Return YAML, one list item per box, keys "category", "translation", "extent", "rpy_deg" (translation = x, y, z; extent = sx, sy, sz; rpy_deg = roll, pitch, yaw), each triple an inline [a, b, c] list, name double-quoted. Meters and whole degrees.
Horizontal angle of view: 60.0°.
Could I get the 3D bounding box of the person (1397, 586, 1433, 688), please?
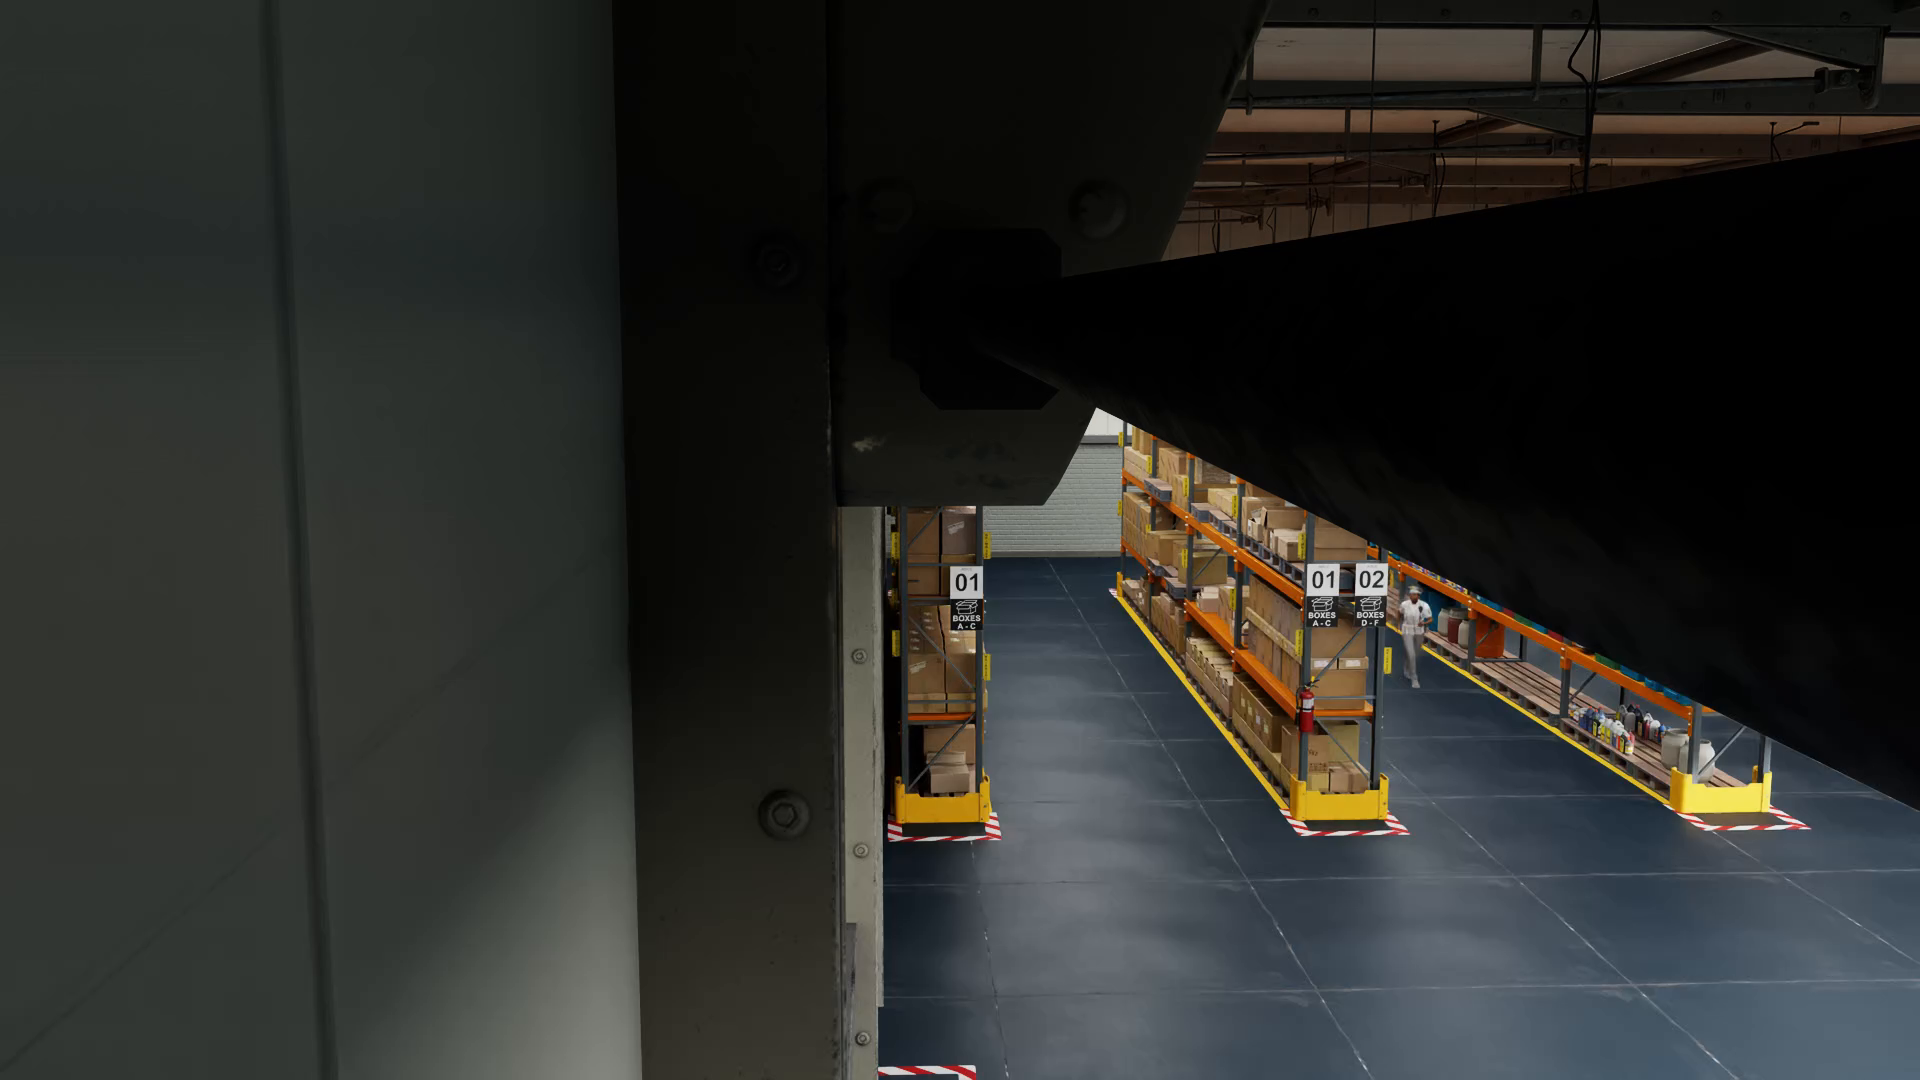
- category: "person"
  translation: [7.635, 1.571, 27.847]
  extent: [0.549, 1.648, 1.028]
  rpy_deg: [0, 8, -2]
